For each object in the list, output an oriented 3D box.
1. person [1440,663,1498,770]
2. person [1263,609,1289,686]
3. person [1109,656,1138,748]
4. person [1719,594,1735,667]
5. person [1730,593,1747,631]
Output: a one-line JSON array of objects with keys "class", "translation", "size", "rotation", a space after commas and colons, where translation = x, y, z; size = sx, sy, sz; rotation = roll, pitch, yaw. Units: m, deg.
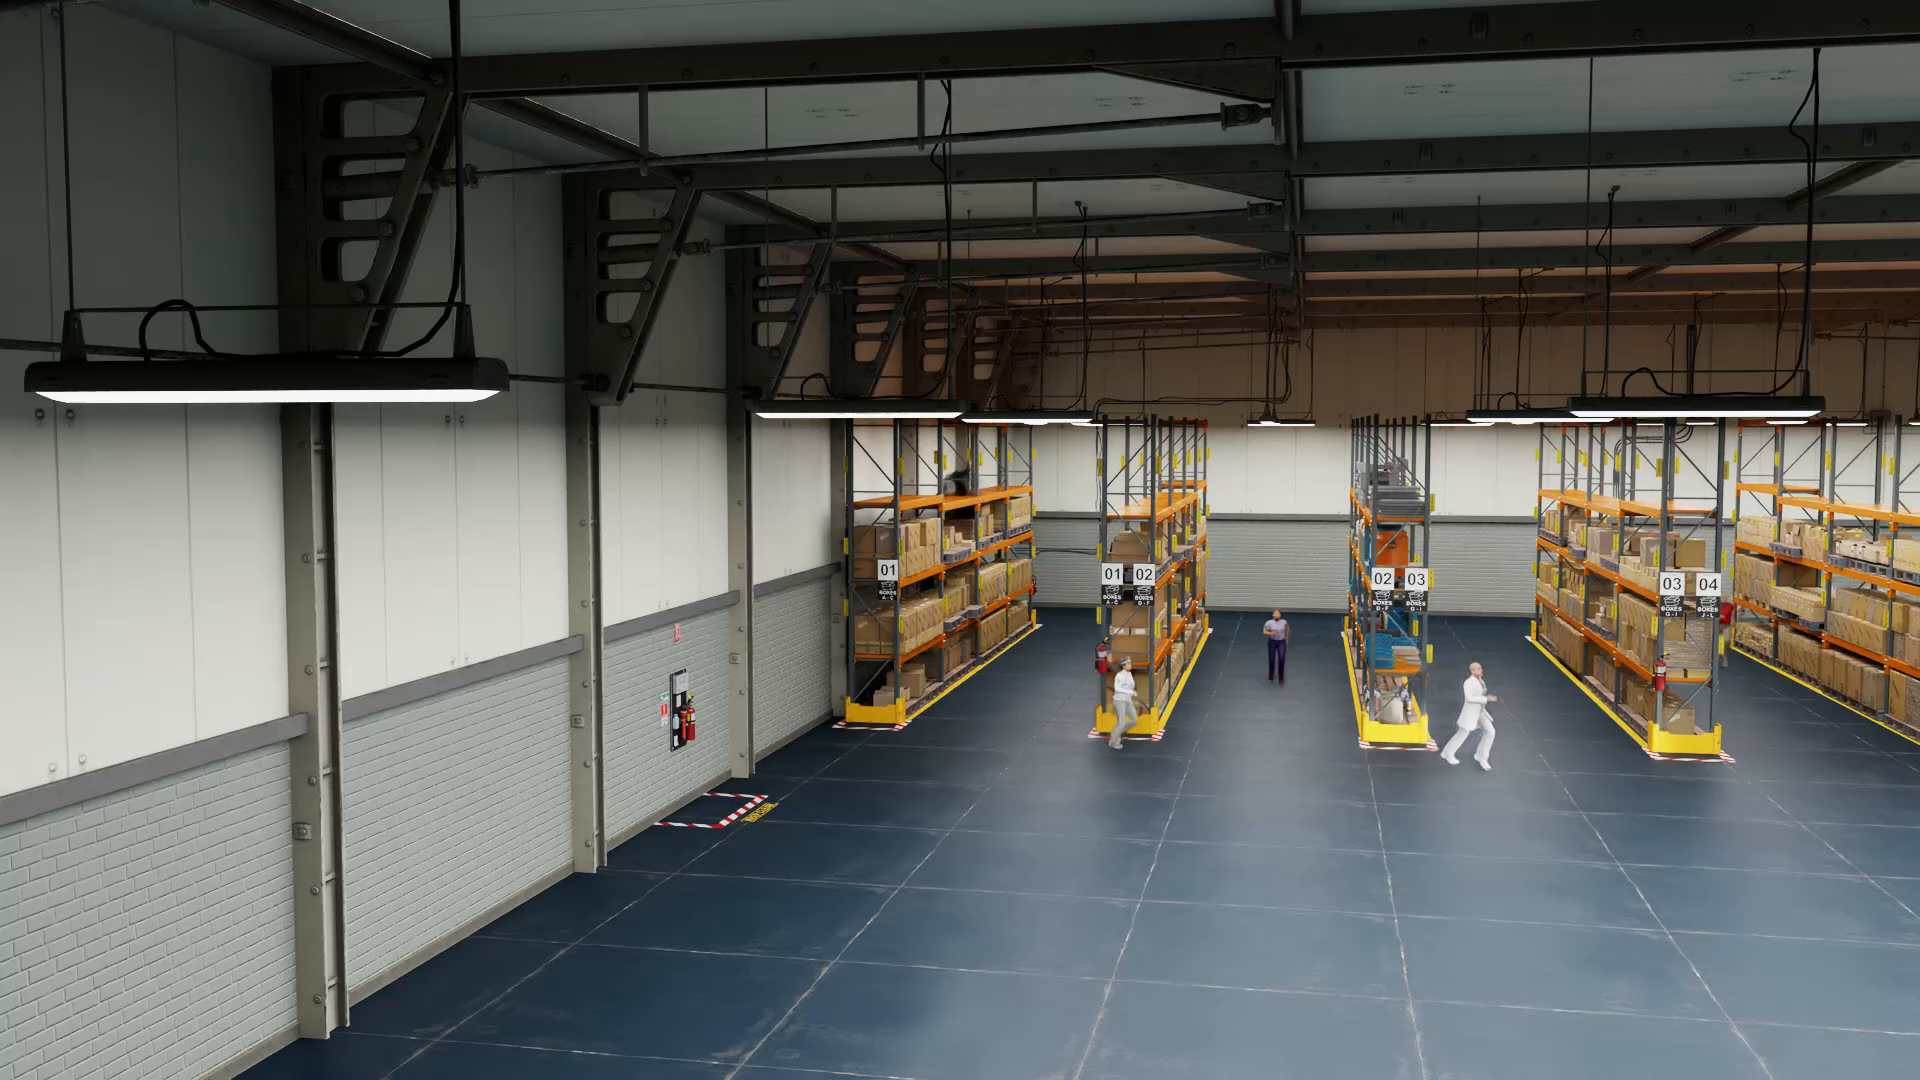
[{"class": "person", "translation": [8.654, 2.968, 28.117], "size": [0.731, 1.828, 0.975], "rotation": [-4, 5, -44]}, {"class": "person", "translation": [7.125, 2.407, 37.497], "size": [0.595, 1.720, 0.795], "rotation": [0, 4, 6]}, {"class": "person", "translation": [3.007, 2.907, 29.877], "size": [0.582, 1.653, 0.648], "rotation": [3, 5, 40]}, {"class": "person", "translation": [18.516, 2.183, 40.465], "size": [0.688, 1.782, 0.936], "rotation": [1, 4, 8]}, {"class": "person", "translation": [21.118, 1.873, 45.138], "size": [0.543, 1.731, 0.713], "rotation": [0, 4, 6]}]
